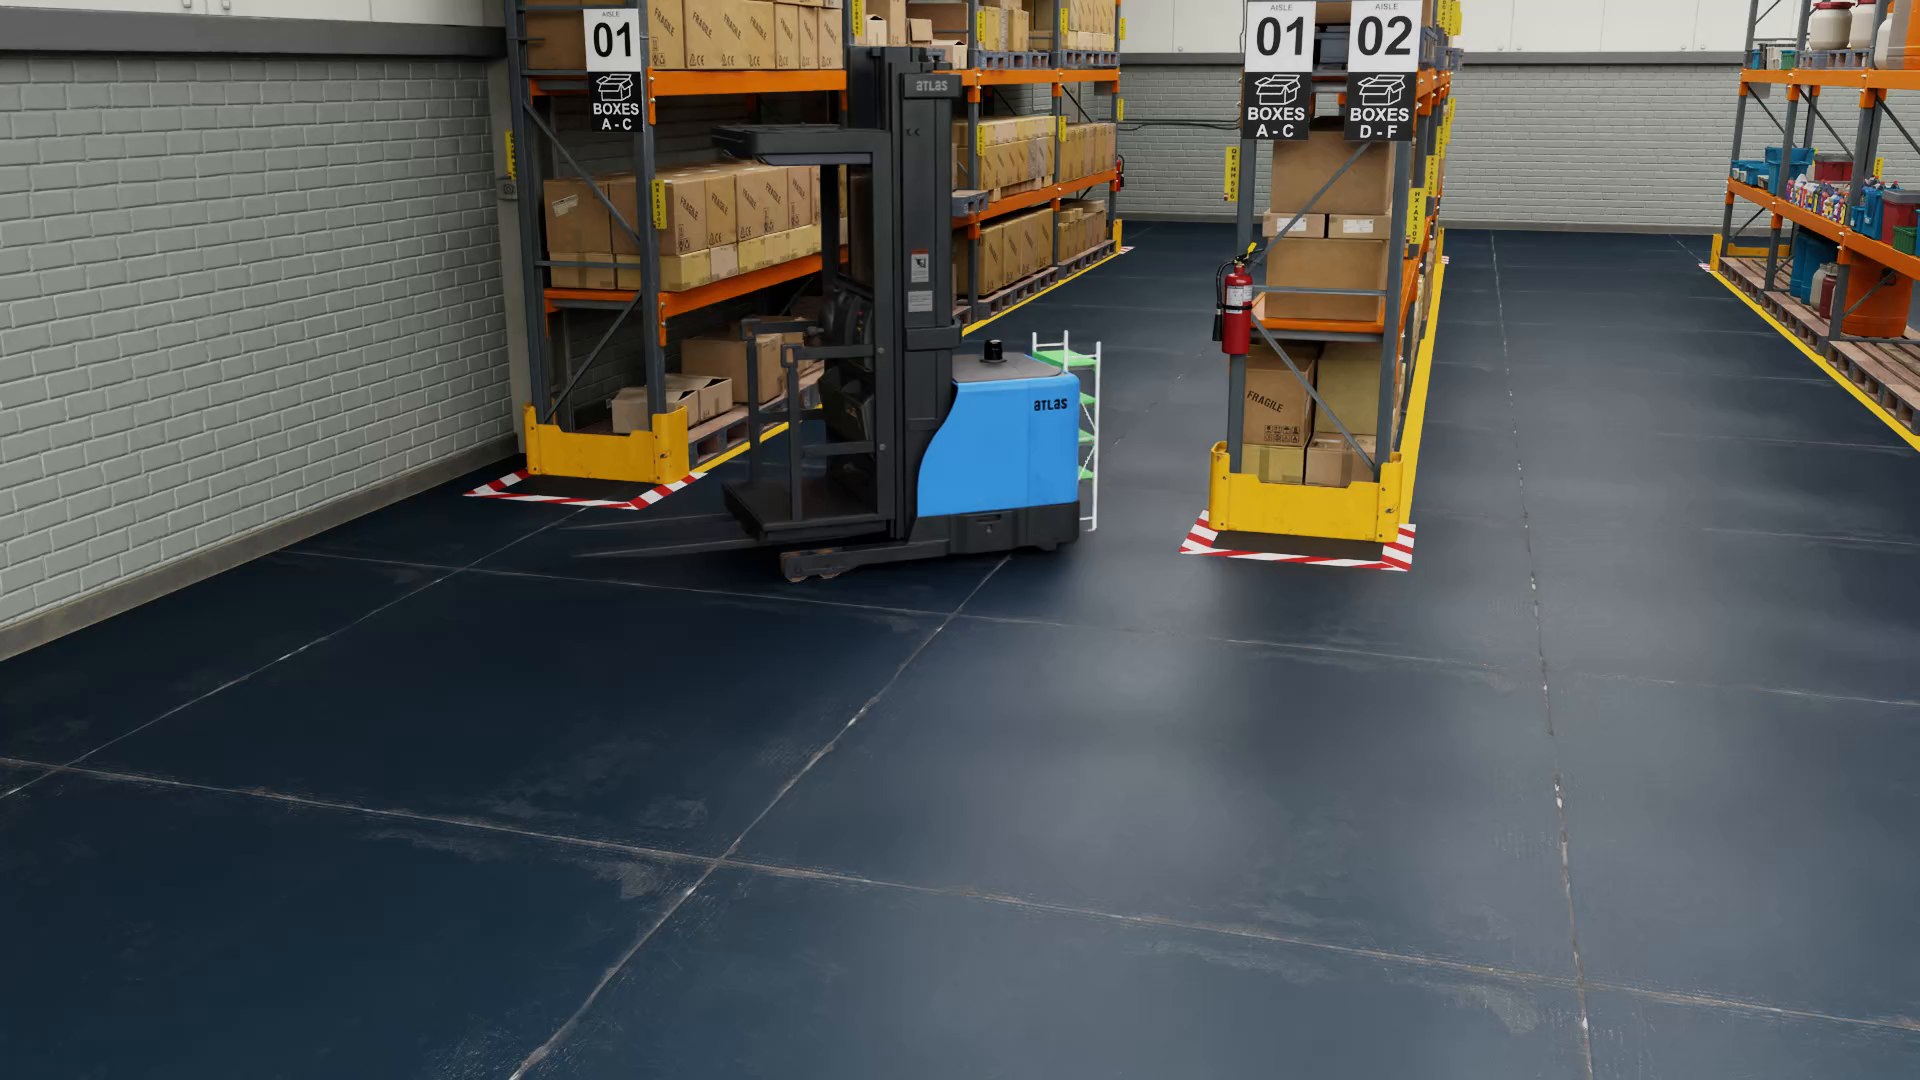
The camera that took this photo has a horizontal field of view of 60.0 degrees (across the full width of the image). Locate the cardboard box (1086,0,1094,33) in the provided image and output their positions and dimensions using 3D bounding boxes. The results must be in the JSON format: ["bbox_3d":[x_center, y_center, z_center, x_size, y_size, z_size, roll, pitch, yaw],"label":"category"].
[{"bbox_3d":[1.593,-7.453,23.561,0.500,0.500,0.500,5,17,16],"label":"cardboard box"}]

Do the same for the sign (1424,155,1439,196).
[{"bbox_3d":[3.856,-2.978,13.600,0.100,0.325,0.005,5,16,16],"label":"sign"}]

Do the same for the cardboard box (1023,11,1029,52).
[{"bbox_3d":[0.491,-6.523,21.344,0.700,0.500,0.500,4,16,13],"label":"cardboard box"}]

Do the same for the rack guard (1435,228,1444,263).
[{"bbox_3d":[6.712,-4.483,25.218,1.175,0.500,0.348,5,16,16],"label":"rack guard"}]

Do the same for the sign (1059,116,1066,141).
[{"bbox_3d":[1.369,-5.521,22.322,0.100,0.325,0.005,5,16,16],"label":"sign"}]

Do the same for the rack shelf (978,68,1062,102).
[{"bbox_3d":[0.278,-5.616,20.453,1.077,0.370,4.000,5,16,16],"label":"rack shelf"}]

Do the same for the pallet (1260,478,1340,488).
[{"bbox_3d":[2.364,-0.381,11.287,1.003,0.211,1.213,5,16,16],"label":"pallet"}]

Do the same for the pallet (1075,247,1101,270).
[{"bbox_3d":[1.482,-4.214,24.798,1.003,0.211,1.213,5,16,16],"label":"pallet"}]

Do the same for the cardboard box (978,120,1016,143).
[{"bbox_3d":[0.376,-4.928,20.066,0.500,0.250,0.500,5,17,16],"label":"cardboard box"}]

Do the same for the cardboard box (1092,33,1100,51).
[{"bbox_3d":[1.739,-7.225,24.129,0.500,0.250,0.500,4,16,14],"label":"cardboard box"}]

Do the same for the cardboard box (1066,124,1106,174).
[{"bbox_3d":[1.651,-5.907,25.110,0.980,0.700,0.700,4,16,15],"label":"cardboard box"}]

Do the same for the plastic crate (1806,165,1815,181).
[{"bbox_3d":[10.955,-4.631,21.266,0.437,0.282,0.530,5,16,16],"label":"plastic crate"}]

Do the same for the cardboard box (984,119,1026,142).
[{"bbox_3d":[0.515,-5.062,20.539,0.500,0.250,0.500,4,16,15],"label":"cardboard box"}]

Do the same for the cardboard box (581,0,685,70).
[{"bbox_3d":[-2.229,-3.471,11.355,0.500,0.500,0.500,5,17,17],"label":"cardboard box"}]

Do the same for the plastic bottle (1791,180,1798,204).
[{"bbox_3d":[9.751,-4.057,19.372,0.097,0.271,0.097,0,16,0],"label":"plastic bottle"}]

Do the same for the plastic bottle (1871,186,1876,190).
[{"bbox_3d":[10.066,-3.765,18.343,0.097,0.271,0.097,0,16,0],"label":"plastic bottle"}]

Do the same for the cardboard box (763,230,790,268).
[{"bbox_3d":[-1.691,-2.345,13.338,0.500,0.250,0.500,5,17,16],"label":"cardboard box"}]

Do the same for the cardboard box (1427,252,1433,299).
[{"bbox_3d":[5.297,-3.124,19.620,0.500,0.500,0.500,4,16,14],"label":"cardboard box"}]

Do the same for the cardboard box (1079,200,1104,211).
[{"bbox_3d":[2.018,-5.161,25.652,0.380,0.149,0.250,4,16,15],"label":"cardboard box"}]

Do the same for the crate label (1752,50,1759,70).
[{"bbox_3d":[10.909,-6.476,22.438,0.408,0.251,0.502,5,16,16],"label":"crate label"}]

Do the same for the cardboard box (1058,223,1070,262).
[{"bbox_3d":[1.157,-4.229,23.554,0.700,0.500,0.500,5,17,17],"label":"cardboard box"}]

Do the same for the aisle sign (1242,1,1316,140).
[{"bbox_3d":[1.886,-2.776,9.854,0.394,0.787,0.004,5,16,16],"label":"aisle sign"}]

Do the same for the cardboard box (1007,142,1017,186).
[{"bbox_3d":[0.393,-4.570,20.178,0.500,0.500,0.500,5,16,16],"label":"cardboard box"}]

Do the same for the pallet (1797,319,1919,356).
[{"bbox_3d":[9.392,-2.095,17.330,1.003,0.211,1.213,5,16,16],"label":"pallet"}]

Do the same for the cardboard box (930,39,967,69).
[{"bbox_3d":[-0.236,-5.196,17.781,0.500,0.311,0.500,5,16,16],"label":"cardboard box"}]

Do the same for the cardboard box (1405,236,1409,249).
[{"bbox_3d":[3.771,-2.661,14.674,0.380,0.149,0.250,5,16,16],"label":"cardboard box"}]

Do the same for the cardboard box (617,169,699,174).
[{"bbox_3d":[-2.339,-2.607,12.888,0.500,0.500,0.500,4,16,14],"label":"cardboard box"}]

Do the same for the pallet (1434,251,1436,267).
[{"bbox_3d":[6.486,-4.135,24.522,1.003,0.211,1.213,5,16,16],"label":"pallet"}]

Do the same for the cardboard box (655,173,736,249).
[{"bbox_3d":[-1.990,-2.431,12.267,0.500,0.500,0.500,5,16,16],"label":"cardboard box"}]

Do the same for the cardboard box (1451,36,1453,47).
[{"bbox_3d":[6.690,-7.032,23.485,0.500,0.250,0.500,5,16,16],"label":"cardboard box"}]

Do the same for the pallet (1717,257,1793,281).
[{"bbox_3d":[11.210,-3.766,23.220,1.003,0.211,1.213,5,16,16],"label":"pallet"}]

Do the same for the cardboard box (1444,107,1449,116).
[{"bbox_3d":[6.439,-5.694,22.892,0.500,0.500,0.500,5,17,18],"label":"cardboard box"}]

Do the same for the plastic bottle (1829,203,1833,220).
[{"bbox_3d":[9.113,-3.436,17.311,0.097,0.201,0.097,0,16,0],"label":"plastic bottle"}]

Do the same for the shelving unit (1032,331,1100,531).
[{"bbox_3d":[0.663,-0.691,10.567,0.258,1.200,0.503,-6,17,-20],"label":"shelving unit"}]

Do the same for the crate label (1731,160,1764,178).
[{"bbox_3d":[11.096,-5.230,23.467,0.416,0.233,0.303,5,16,16],"label":"crate label"}]

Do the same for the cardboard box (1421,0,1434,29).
[{"bbox_3d":[2.920,-3.693,11.147,0.500,0.500,0.500,5,16,16],"label":"cardboard box"}]

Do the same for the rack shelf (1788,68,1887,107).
[{"bbox_3d":[9.776,-4.848,17.744,1.077,0.370,4.000,5,16,16],"label":"rack shelf"}]

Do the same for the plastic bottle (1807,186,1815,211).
[{"bbox_3d":[9.460,-3.789,18.427,0.097,0.271,0.097,0,16,0],"label":"plastic bottle"}]

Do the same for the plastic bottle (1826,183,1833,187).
[{"bbox_3d":[9.730,-3.869,18.699,0.152,0.276,0.135,5,16,16],"label":"plastic bottle"}]

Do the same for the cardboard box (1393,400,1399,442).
[{"bbox_3d":[2.980,-0.914,12.324,0.500,0.250,0.500,5,16,16],"label":"cardboard box"}]

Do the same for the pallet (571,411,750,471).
[{"bbox_3d":[-2.278,-0.791,12.730,1.003,0.211,1.213,5,16,16],"label":"pallet"}]

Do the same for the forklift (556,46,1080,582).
[{"bbox_3d":[-0.847,-1.332,9.656,3.031,2.935,1.130,-6,17,-19],"label":"forklift"}]

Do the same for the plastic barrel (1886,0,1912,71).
[{"bbox_3d":[8.766,-4.714,15.035,0.600,0.901,0.600,0,16,0],"label":"plastic barrel"}]

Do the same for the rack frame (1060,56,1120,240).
[{"bbox_3d":[1.983,-6.089,26.298,1.000,3.000,0.127,5,16,16],"label":"rack frame"}]

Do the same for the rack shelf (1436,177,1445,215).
[{"bbox_3d":[6.165,-4.836,23.201,1.077,0.370,4.000,5,16,16],"label":"rack shelf"}]

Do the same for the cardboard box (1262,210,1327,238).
[{"bbox_3d":[2.112,-1.994,10.492,0.380,0.149,0.250,4,16,15],"label":"cardboard box"}]

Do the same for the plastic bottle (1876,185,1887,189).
[{"bbox_3d":[10.257,-3.823,18.539,0.152,0.276,0.135,5,16,16],"label":"plastic bottle"}]

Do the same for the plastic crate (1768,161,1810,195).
[{"bbox_3d":[10.150,-4.444,20.418,0.392,0.384,0.575,5,16,16],"label":"plastic crate"}]

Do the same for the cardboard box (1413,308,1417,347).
[{"bbox_3d":[3.827,-1.934,14.894,0.500,0.311,0.500,4,16,15],"label":"cardboard box"}]

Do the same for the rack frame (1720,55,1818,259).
[{"bbox_3d":[11.481,-5.320,23.590,1.000,3.000,0.127,5,16,16],"label":"rack frame"}]

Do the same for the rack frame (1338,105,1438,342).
[{"bbox_3d":[4.460,-3.612,17.568,1.000,3.000,0.127,5,16,16],"label":"rack frame"}]

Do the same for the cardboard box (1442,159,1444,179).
[{"bbox_3d":[6.576,-5.349,23.508,0.500,0.500,0.500,5,17,16],"label":"cardboard box"}]

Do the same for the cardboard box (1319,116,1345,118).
[{"bbox_3d":[3.203,-3.122,13.277,0.700,0.500,0.500,5,17,16],"label":"cardboard box"}]

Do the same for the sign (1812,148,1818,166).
[{"bbox_3d":[12.013,-5.360,23.432,0.100,0.325,0.005,5,16,16],"label":"sign"}]

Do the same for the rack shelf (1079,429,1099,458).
[{"bbox_3d":[0.663,-0.630,10.585,0.258,0.148,0.480,-6,17,-20],"label":"rack shelf"}]

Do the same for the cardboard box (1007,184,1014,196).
[{"bbox_3d":[0.450,-4.355,20.609,0.380,0.149,0.250,5,17,16],"label":"cardboard box"}]
